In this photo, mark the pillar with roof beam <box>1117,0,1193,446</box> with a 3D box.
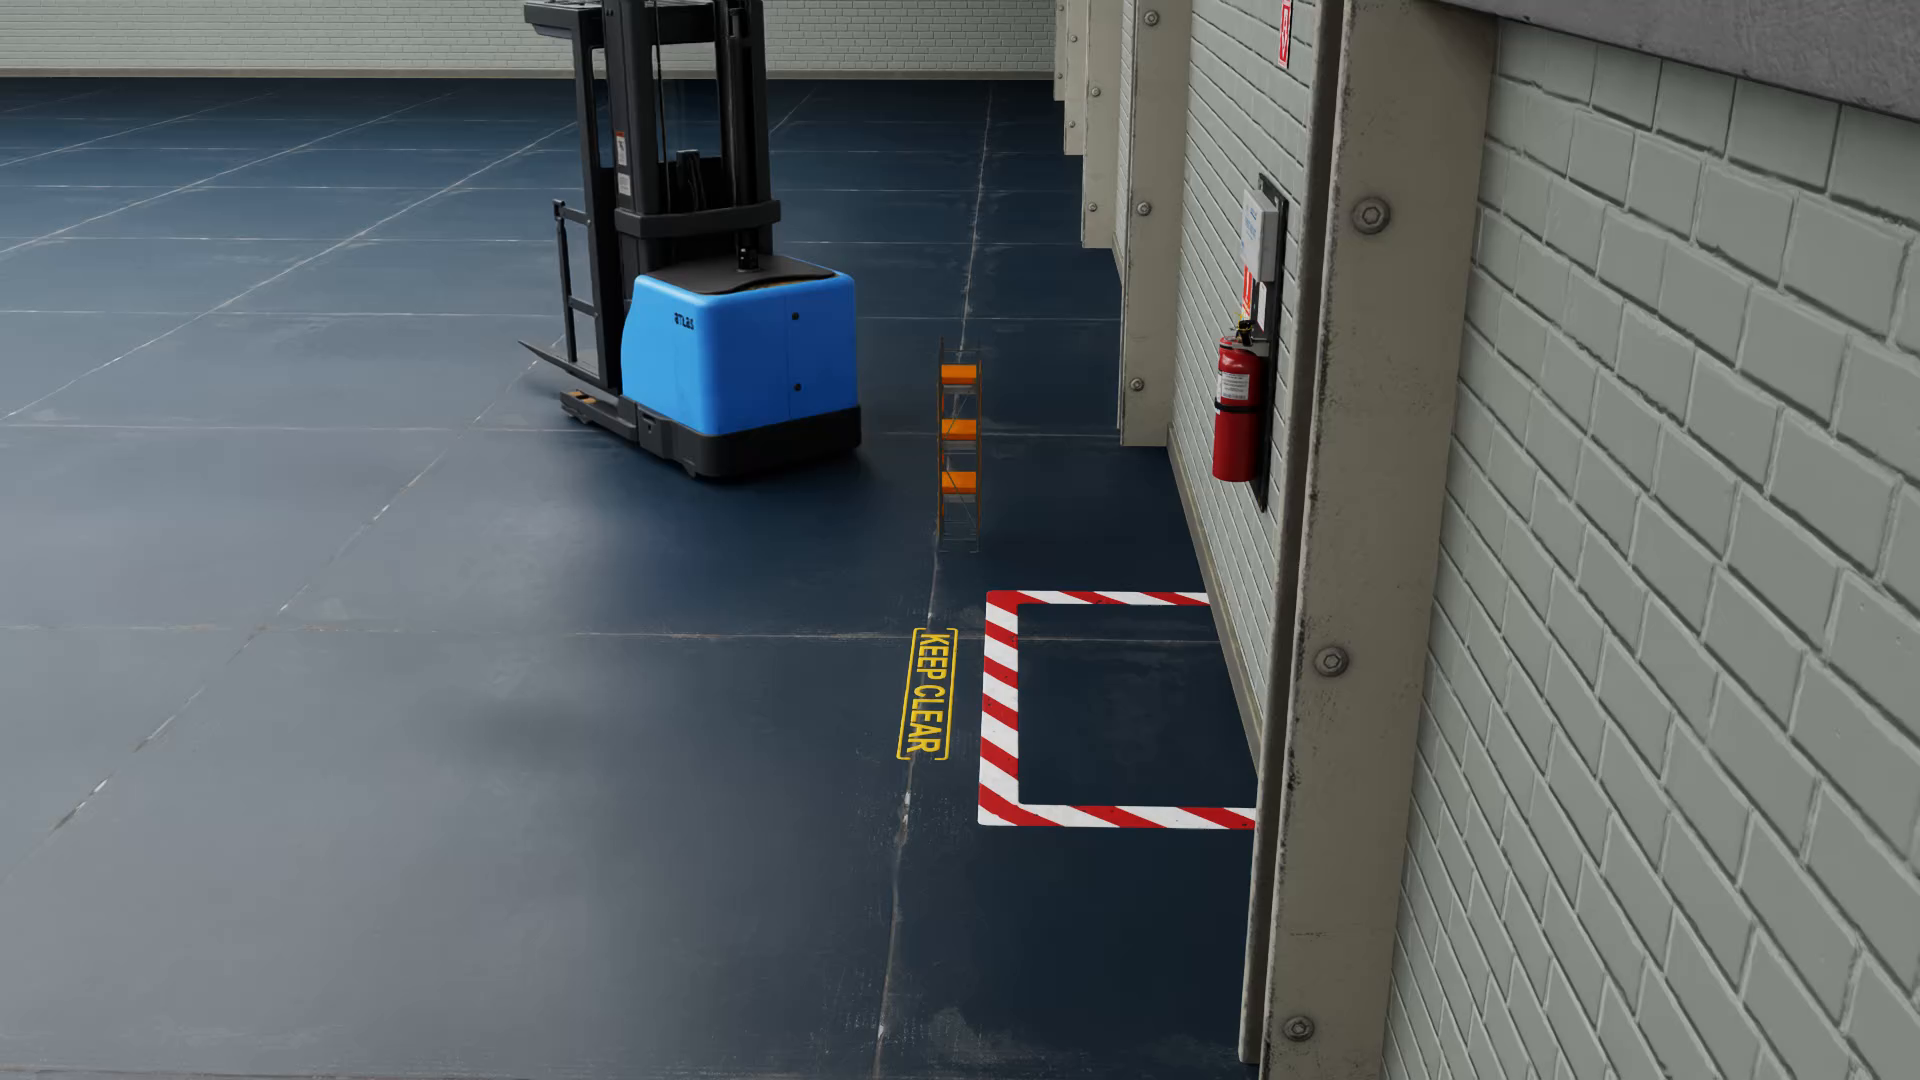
[{"bbox_3d":[-3.175,-4.878,8.661,9.100,9.000,0.400,1,21,2],"label":"pillar with roof beam"}]

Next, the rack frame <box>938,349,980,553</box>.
[{"bbox_3d":[-0.005,-0.426,8.175,0.200,1.050,0.008,1,21,2],"label":"rack frame"}]

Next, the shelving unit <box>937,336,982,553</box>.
[{"bbox_3d":[-0.002,-0.470,8.289,0.215,1.050,0.252,1,21,2],"label":"shelving unit"}]

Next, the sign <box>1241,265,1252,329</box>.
[{"bbox_3d":[1.178,-0.973,6.841,0.001,0.329,0.234,1,21,2],"label":"sign"}]

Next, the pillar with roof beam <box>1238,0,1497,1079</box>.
[{"bbox_3d":[-3.358,-2.709,3.070,9.100,9.000,0.400,1,21,2],"label":"pillar with roof beam"}]

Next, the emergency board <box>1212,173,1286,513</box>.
[{"bbox_3d":[1.058,-0.758,6.335,0.194,1.169,0.643,1,21,2],"label":"emergency board"}]

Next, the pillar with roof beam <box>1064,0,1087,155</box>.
[{"bbox_3d":[-2.810,-9.217,19.844,9.100,9.000,0.400,1,21,2],"label":"pillar with roof beam"}]

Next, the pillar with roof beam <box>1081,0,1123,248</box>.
[{"bbox_3d":[-2.993,-7.048,14.253,9.100,9.000,0.400,1,21,2],"label":"pillar with roof beam"}]

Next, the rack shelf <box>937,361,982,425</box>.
[{"bbox_3d":[-0.002,-0.725,8.190,0.215,0.259,0.240,1,21,2],"label":"rack shelf"}]

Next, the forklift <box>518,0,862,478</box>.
[{"bbox_3d":[-1.871,-2.182,10.101,1.130,2.935,3.031,-15,26,-34],"label":"forklift"}]

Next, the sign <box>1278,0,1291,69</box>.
[{"bbox_3d":[1.158,-1.840,5.921,0.001,0.298,0.199,1,21,2],"label":"sign"}]

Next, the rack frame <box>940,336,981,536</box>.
[{"bbox_3d":[0.002,-0.514,8.403,0.200,1.050,0.008,1,21,2],"label":"rack frame"}]

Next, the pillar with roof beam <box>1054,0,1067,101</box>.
[{"bbox_3d":[-2.628,-11.386,25.435,9.100,9.000,0.400,1,21,2],"label":"pillar with roof beam"}]

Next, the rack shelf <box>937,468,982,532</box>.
[{"bbox_3d":[-0.002,-0.201,8.394,0.215,0.259,0.240,1,21,2],"label":"rack shelf"}]

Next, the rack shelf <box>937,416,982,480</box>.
[{"bbox_3d":[-0.002,-0.460,8.293,0.215,0.259,0.240,1,21,2],"label":"rack shelf"}]
